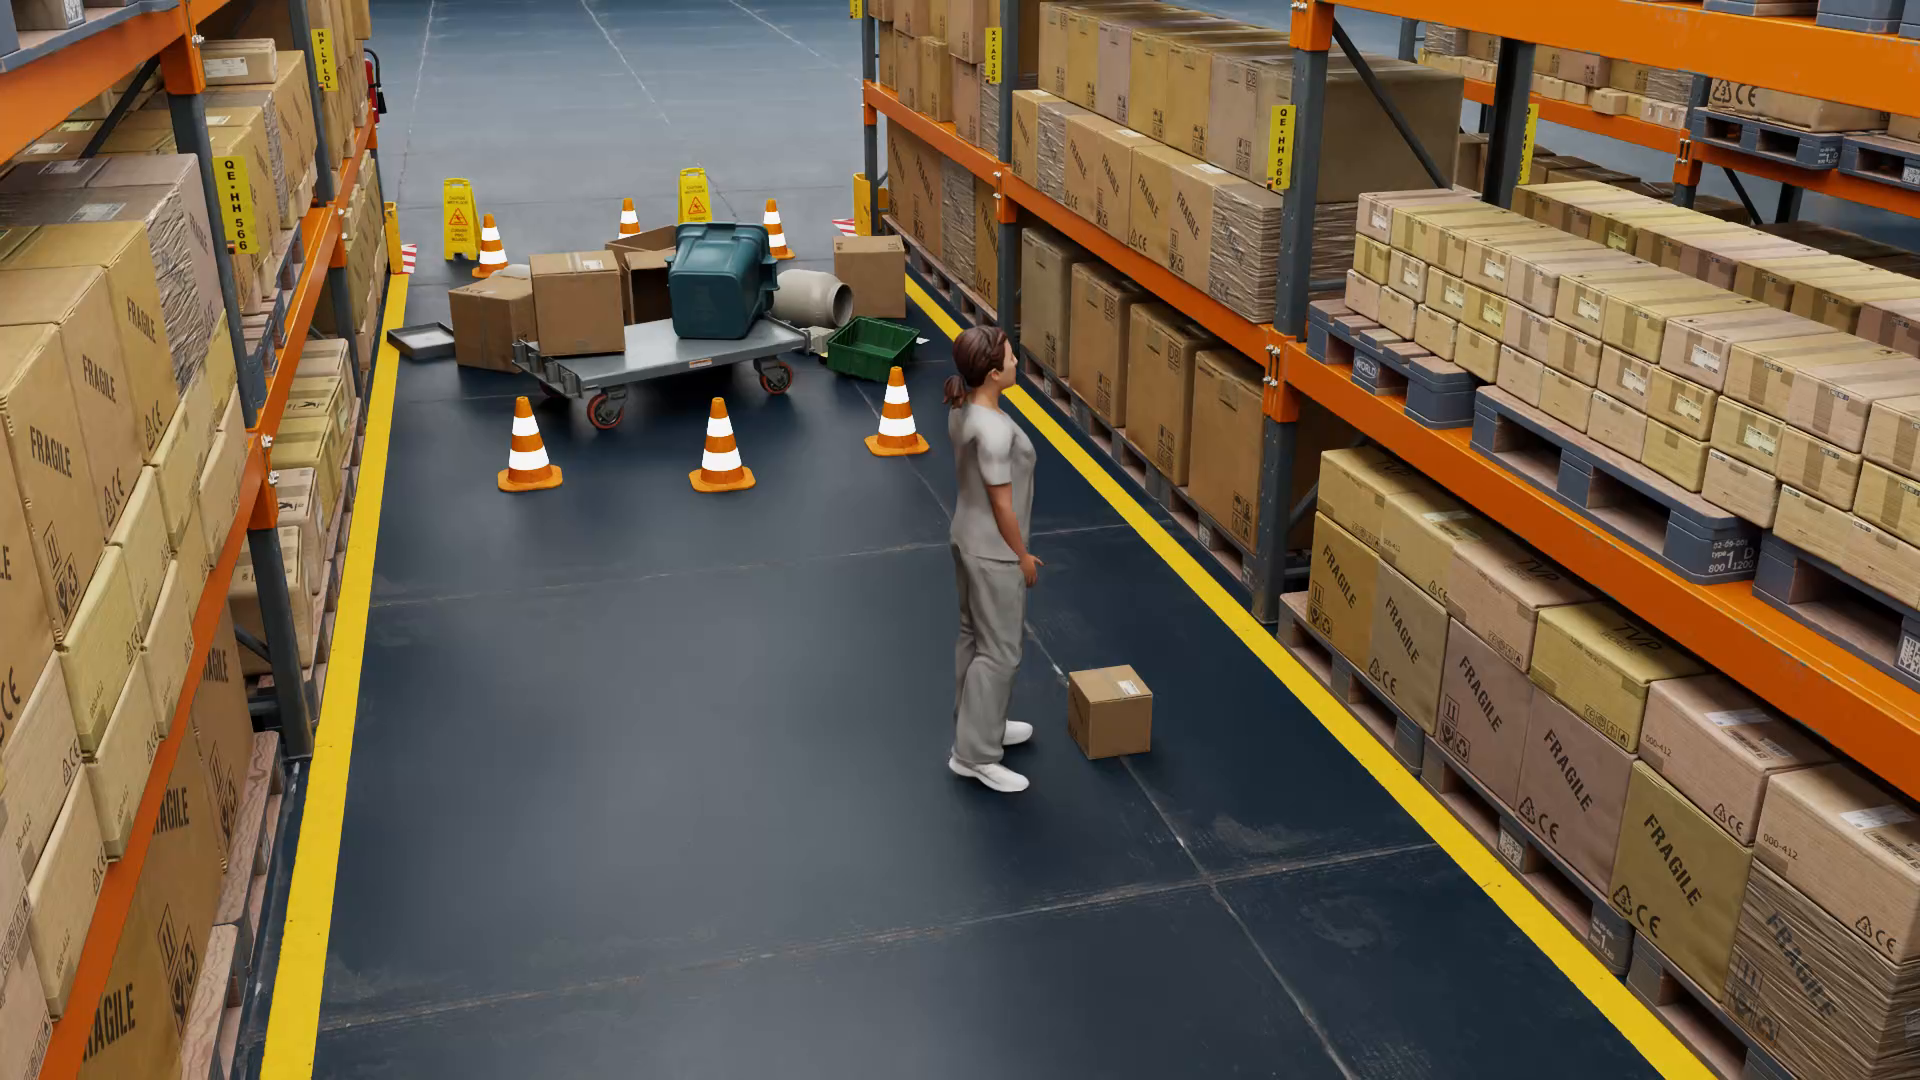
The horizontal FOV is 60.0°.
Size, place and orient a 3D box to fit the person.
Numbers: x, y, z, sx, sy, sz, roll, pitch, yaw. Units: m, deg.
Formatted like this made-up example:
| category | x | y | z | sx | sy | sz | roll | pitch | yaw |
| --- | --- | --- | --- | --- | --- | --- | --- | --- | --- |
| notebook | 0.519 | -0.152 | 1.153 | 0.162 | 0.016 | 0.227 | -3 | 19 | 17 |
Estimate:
| category | x | y | z | sx | sy | sz | roll | pitch | yaw |
| --- | --- | --- | --- | --- | --- | --- | --- | --- | --- |
| person | 0.120 | 0.059 | 5.958 | 0.382 | 1.695 | 0.500 | -6 | 24 | -14 |
